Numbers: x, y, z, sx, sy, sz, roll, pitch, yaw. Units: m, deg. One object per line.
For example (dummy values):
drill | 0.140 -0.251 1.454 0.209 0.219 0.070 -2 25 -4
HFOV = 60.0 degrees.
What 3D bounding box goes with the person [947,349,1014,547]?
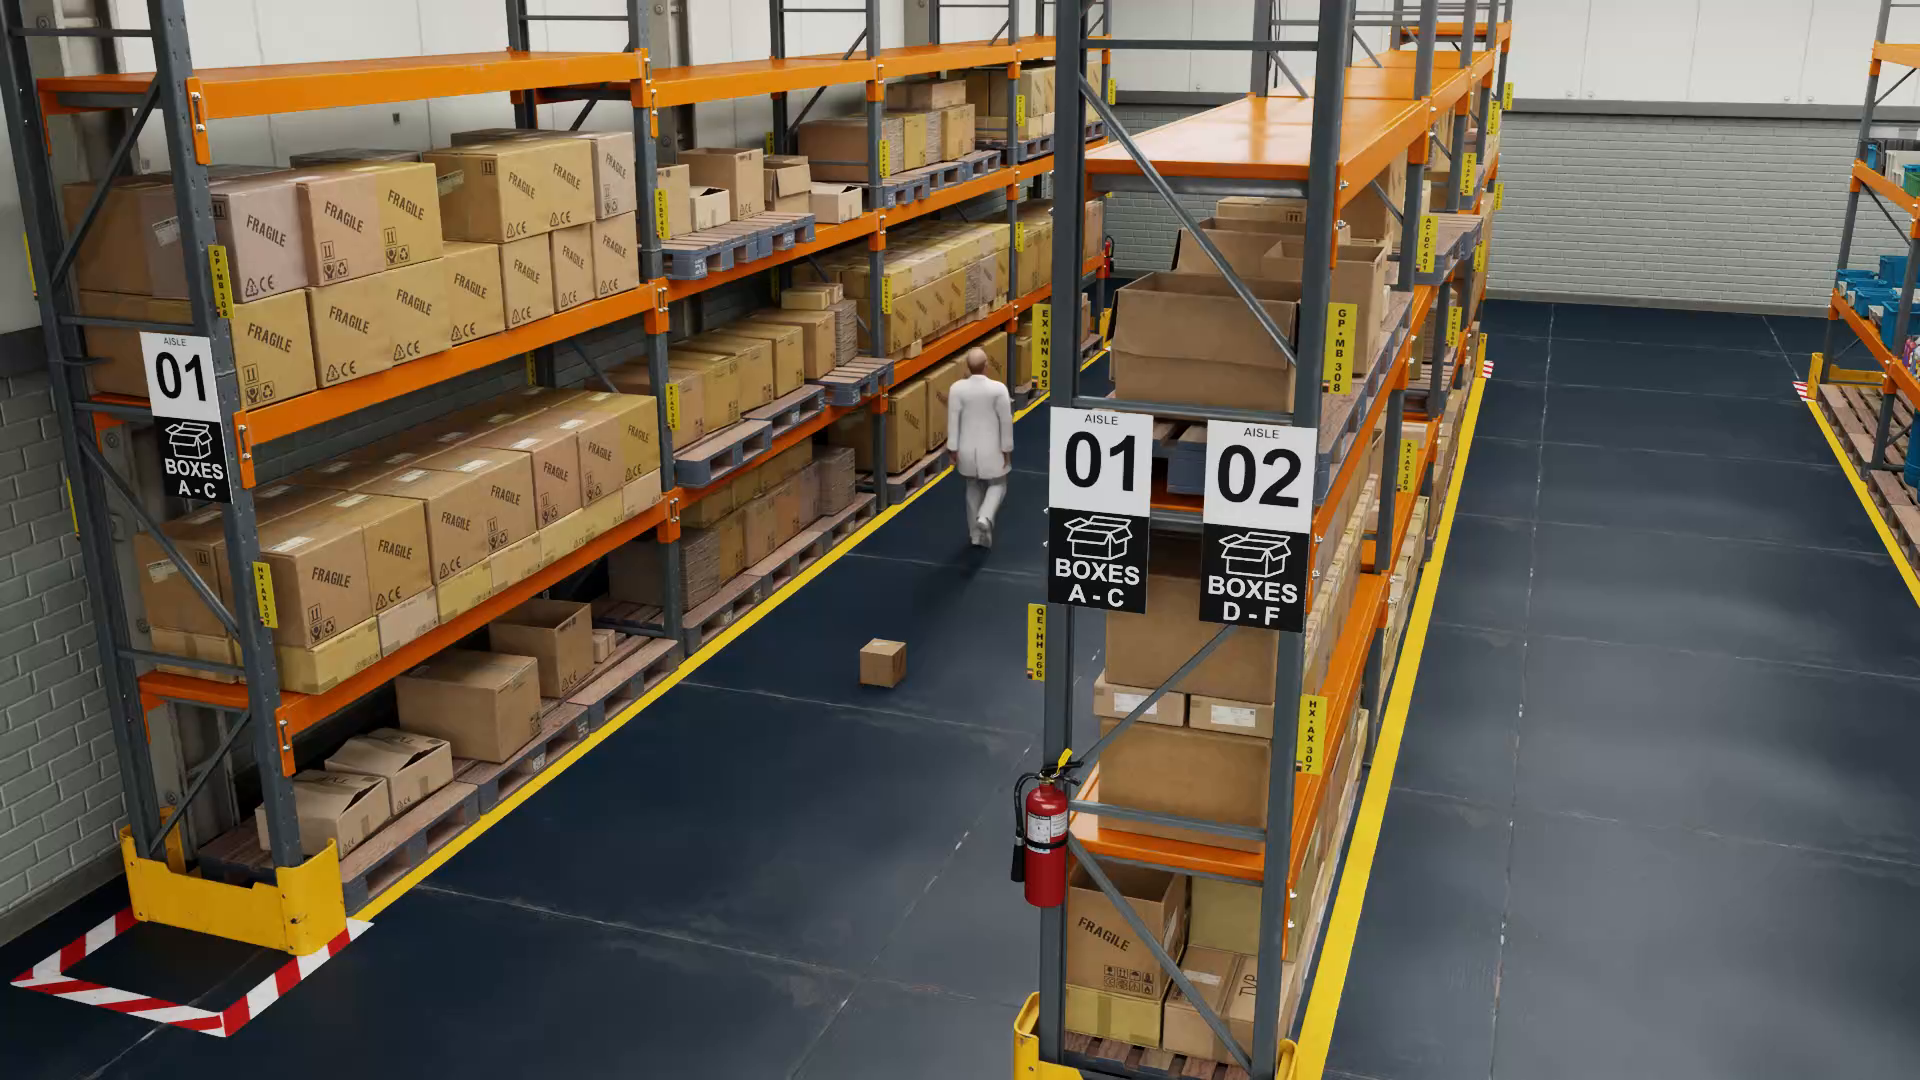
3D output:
person | 0.173 -0.788 14.391 0.590 1.760 0.724 4 19 11
